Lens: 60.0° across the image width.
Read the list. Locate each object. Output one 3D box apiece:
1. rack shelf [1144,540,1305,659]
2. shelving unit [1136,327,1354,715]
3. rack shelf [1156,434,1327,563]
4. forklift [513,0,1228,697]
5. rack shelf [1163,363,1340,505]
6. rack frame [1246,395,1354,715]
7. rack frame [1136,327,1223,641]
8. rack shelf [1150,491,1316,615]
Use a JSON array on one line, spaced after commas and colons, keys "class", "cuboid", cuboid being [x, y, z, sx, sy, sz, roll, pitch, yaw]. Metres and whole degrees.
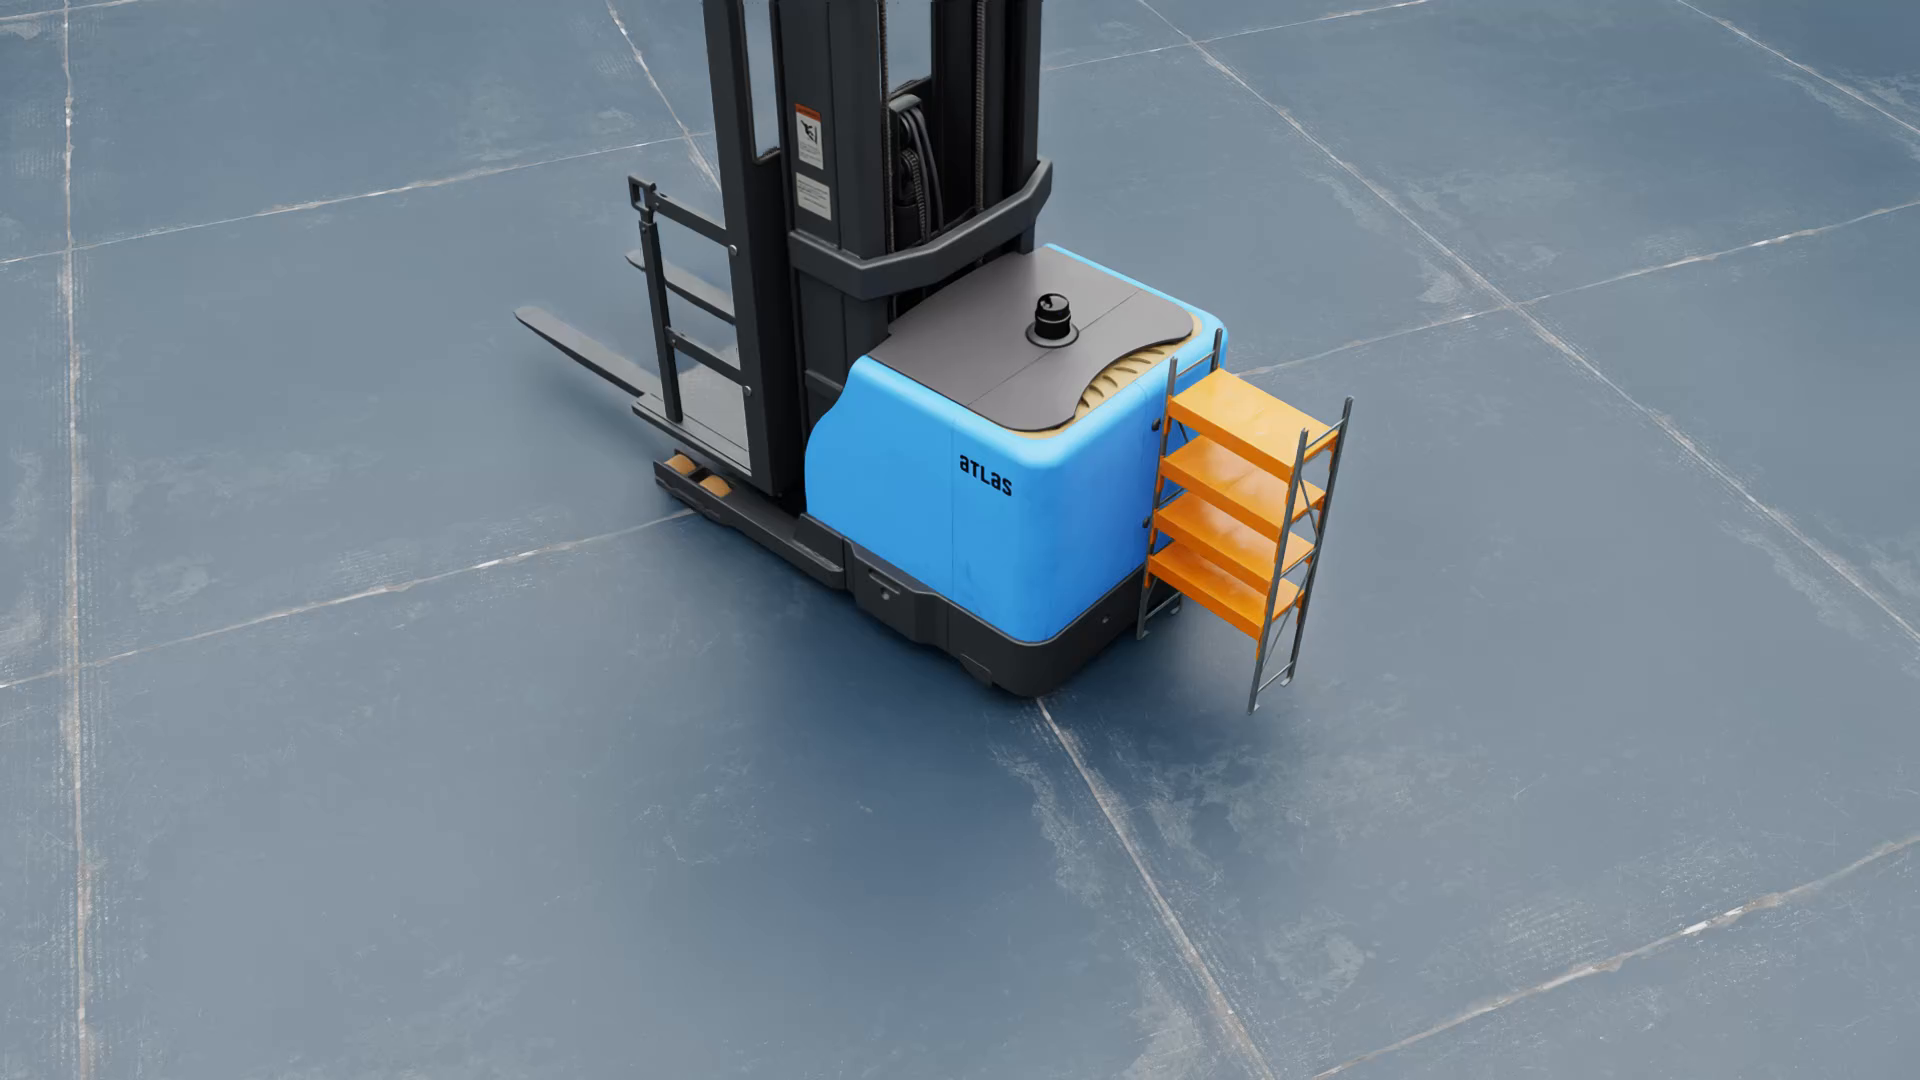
[{"class": "rack shelf", "cuboid": [0.884, 0.162, 5.541, 0.258, 0.148, 0.480, -33, 52, -32]}, {"class": "shelving unit", "cuboid": [0.888, -0.037, 5.364, 0.258, 1.200, 0.503, -33, 52, -32]}, {"class": "rack shelf", "cuboid": [0.891, -0.154, 5.260, 0.258, 0.148, 0.480, -33, 52, -32]}, {"class": "forklift", "cuboid": [-0.540, -1.417, 5.650, 3.031, 2.935, 1.130, 30, 49, 30]}, {"class": "rack shelf", "cuboid": [0.895, -0.331, 5.103, 0.258, 0.148, 0.480, -33, 52, -32]}, {"class": "rack frame", "cuboid": [1.060, 0.080, 5.237, 0.240, 1.200, 0.015, -33, 52, -32]}, {"class": "rack frame", "cuboid": [0.716, -0.154, 5.492, 0.240, 1.200, 0.015, -33, 52, -32]}, {"class": "rack shelf", "cuboid": [0.887, 0.013, 5.409, 0.258, 0.148, 0.480, -33, 52, -32]}]
